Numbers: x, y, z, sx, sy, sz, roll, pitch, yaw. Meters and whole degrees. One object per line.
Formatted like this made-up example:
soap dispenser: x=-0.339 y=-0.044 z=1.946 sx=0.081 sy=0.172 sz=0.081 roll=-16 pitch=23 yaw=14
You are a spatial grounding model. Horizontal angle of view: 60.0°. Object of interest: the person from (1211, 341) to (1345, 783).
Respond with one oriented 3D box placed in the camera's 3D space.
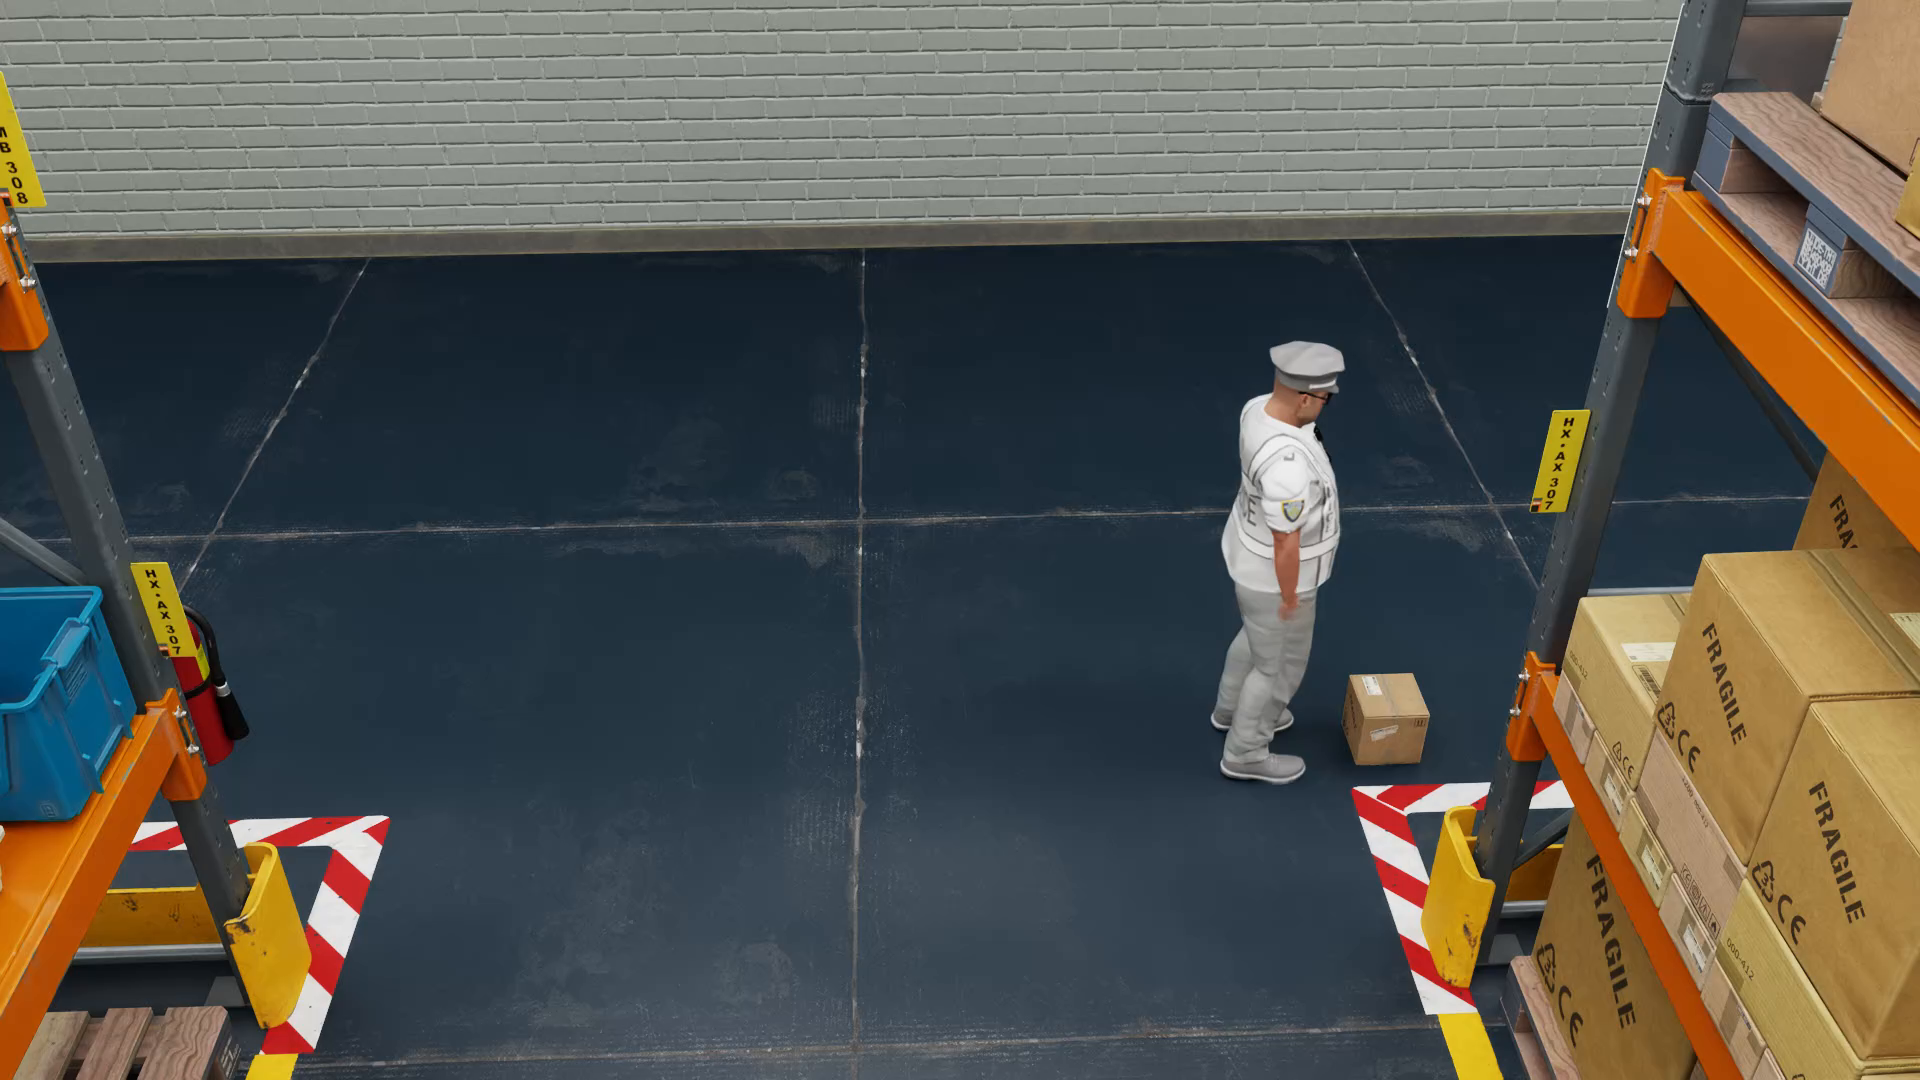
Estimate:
person: x=1.149 y=0.087 z=6.034 sx=0.391 sy=1.741 sz=0.530 roll=-1 pitch=35 yaw=-1
